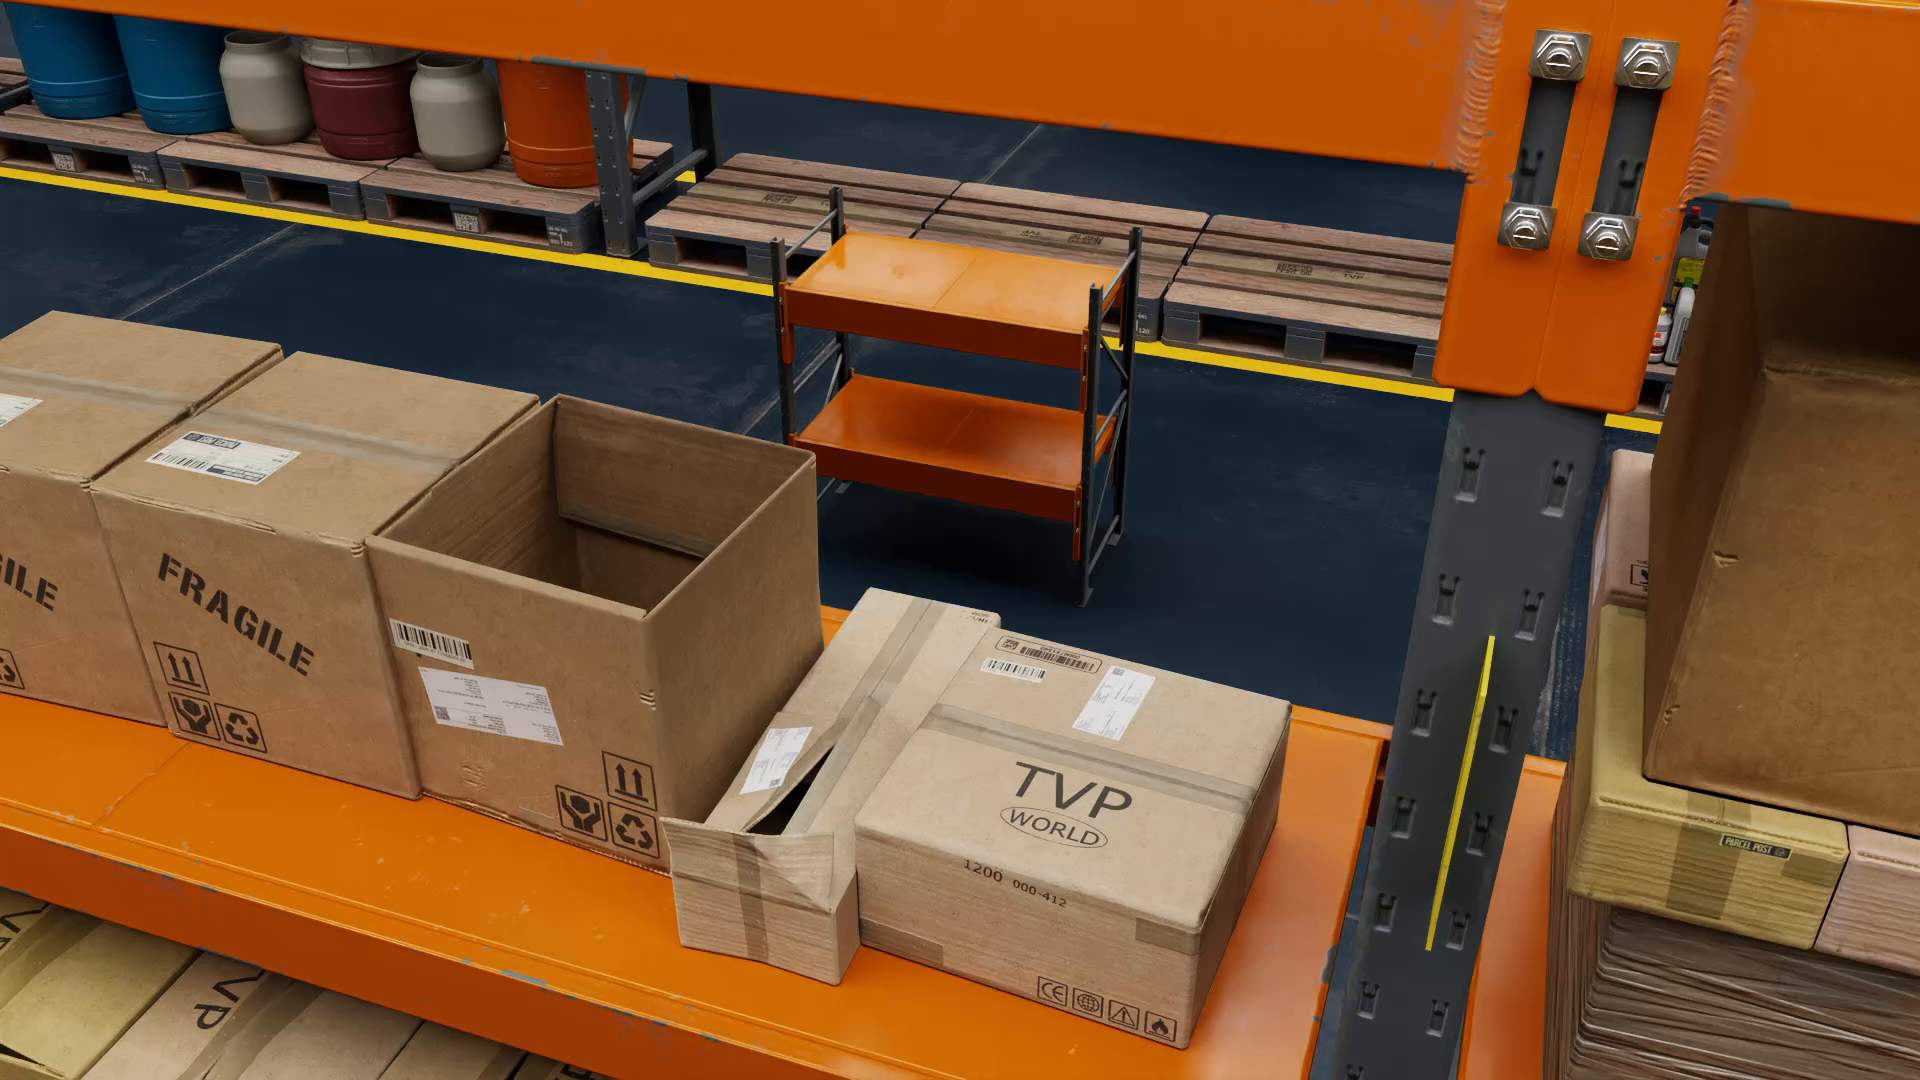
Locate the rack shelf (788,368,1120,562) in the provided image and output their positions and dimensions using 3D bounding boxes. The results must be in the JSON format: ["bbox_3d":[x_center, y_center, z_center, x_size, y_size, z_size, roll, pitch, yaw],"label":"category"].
[{"bbox_3d":[-0.006,-0.268,5.579,1.000,0.278,0.538,11,34,16],"label":"rack shelf"}]

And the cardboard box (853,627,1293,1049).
[{"bbox_3d":[0.178,0.418,2.476,0.500,0.250,0.500,13,35,19],"label":"cardboard box"}]

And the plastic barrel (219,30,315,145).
[{"bbox_3d":[-3.526,-2.314,8.476,0.421,0.512,0.421,0,33,0],"label":"plastic barrel"}]

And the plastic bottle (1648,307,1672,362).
[{"bbox_3d":[2.674,-0.796,6.392,0.097,0.201,0.097,0,33,0],"label":"plastic bottle"}]

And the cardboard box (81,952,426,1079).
[{"bbox_3d":[-1.255,0.960,3.129,0.500,0.311,0.500,11,34,16],"label":"cardboard box"}]

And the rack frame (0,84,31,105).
[{"bbox_3d":[-5.200,-3.570,8.514,0.127,3.000,1.000,11,34,16],"label":"rack frame"}]

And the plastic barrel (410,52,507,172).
[{"bbox_3d":[-2.463,-2.108,8.156,0.421,0.512,0.421,0,33,0],"label":"plastic barrel"}]

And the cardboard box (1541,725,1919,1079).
[{"bbox_3d":[1.076,0.459,2.182,0.500,0.500,0.700,10,34,15],"label":"cardboard box"}]

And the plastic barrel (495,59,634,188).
[{"bbox_3d":[-1.901,-2.184,7.980,0.708,0.830,0.600,11,34,16],"label":"plastic barrel"}]

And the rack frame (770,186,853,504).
[{"bbox_3d":[-0.485,-0.567,5.591,0.032,1.125,0.500,11,34,16],"label":"rack frame"}]

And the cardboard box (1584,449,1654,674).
[{"bbox_3d":[0.984,0.048,2.219,0.250,0.149,0.380,11,34,16],"label":"cardboard box"}]

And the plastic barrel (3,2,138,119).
[{"bbox_3d":[-4.694,-2.757,8.801,0.708,0.901,0.600,11,34,16],"label":"plastic barrel"}]

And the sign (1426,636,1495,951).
[{"bbox_3d":[0.482,0.248,1.606,0.005,0.325,0.100,11,34,16],"label":"sign"}]

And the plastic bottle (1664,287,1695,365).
[{"bbox_3d":[2.796,-0.819,6.359,0.135,0.276,0.152,12,35,18],"label":"plastic bottle"}]

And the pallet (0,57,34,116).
[{"bbox_3d":[-5.906,-2.513,9.448,1.213,0.211,1.003,11,34,16],"label":"pallet"}]

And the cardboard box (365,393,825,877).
[{"bbox_3d":[-0.557,0.135,2.683,0.500,0.500,0.500,14,35,20],"label":"cardboard box"}]

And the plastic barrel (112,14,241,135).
[{"bbox_3d":[-4.027,-2.627,8.601,0.708,0.901,0.600,11,34,16],"label":"plastic barrel"}]

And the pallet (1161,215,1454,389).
[{"bbox_3d":[1.578,-1.058,7.195,1.213,0.211,1.003,11,34,16],"label":"pallet"}]

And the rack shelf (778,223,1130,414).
[{"bbox_3d":[-0.006,-0.720,5.288,1.000,0.278,0.538,11,34,16],"label":"rack shelf"}]

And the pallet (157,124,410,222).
[{"bbox_3d":[-3.336,-2.014,8.674,1.213,0.211,1.003,11,34,16],"label":"pallet"}]

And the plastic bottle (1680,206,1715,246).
[{"bbox_3d":[3.034,-1.207,6.891,0.185,0.351,0.144,10,34,15],"label":"plastic bottle"}]

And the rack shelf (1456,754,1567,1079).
[{"bbox_3d":[2.539,1.091,1.958,4.000,0.370,1.077,11,34,16],"label":"rack shelf"}]

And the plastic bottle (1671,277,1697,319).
[{"bbox_3d":[2.832,-0.877,6.441,0.133,0.283,0.061,11,34,16],"label":"plastic bottle"}]

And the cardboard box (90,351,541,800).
[{"bbox_3d":[-1.029,0.044,2.825,0.500,0.500,0.500,11,34,17],"label":"cardboard box"}]

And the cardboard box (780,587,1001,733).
[{"bbox_3d":[-0.109,0.262,2.811,0.250,0.149,0.380,11,34,16],"label":"cardboard box"}]

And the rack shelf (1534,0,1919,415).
[{"bbox_3d":[2.539,-0.169,1.145,4.000,0.370,1.077,11,34,16],"label":"rack shelf"}]

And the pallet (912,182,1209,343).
[{"bbox_3d":[0.426,-1.281,7.539,1.213,0.211,1.003,11,34,16],"label":"pallet"}]

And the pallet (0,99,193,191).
[{"bbox_3d":[-4.488,-2.236,9.019,1.213,0.211,1.003,11,34,16],"label":"pallet"}]

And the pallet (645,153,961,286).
[{"bbox_3d":[-0.719,-1.505,7.886,1.213,0.211,1.003,11,34,16],"label":"pallet"}]

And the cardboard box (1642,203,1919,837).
[{"bbox_3d":[1.076,-0.087,1.830,0.500,0.500,0.700,11,34,17],"label":"cardboard box"}]

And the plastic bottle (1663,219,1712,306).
[{"bbox_3d":[2.985,-1.134,6.777,0.185,0.351,0.144,11,34,16],"label":"plastic bottle"}]

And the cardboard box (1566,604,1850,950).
[{"bbox_3d":[0.844,0.256,1.898,0.250,0.149,0.380,11,34,16],"label":"cardboard box"}]

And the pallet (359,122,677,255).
[{"bbox_3d":[-2.191,-1.790,8.327,1.213,0.211,1.003,11,34,16],"label":"pallet"}]

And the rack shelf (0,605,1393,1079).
[{"bbox_3d":[-1.227,0.359,3.092,4.000,0.370,1.077,11,34,16],"label":"rack shelf"}]

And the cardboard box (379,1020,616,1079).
[{"bbox_3d":[-0.783,1.053,2.984,0.500,0.311,0.500,11,34,16],"label":"cardboard box"}]

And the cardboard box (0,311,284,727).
[{"bbox_3d":[-1.524,-0.053,2.974,0.500,0.500,0.500,9,34,14],"label":"cardboard box"}]

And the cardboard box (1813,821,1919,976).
[{"bbox_3d":[1.080,0.302,1.827,0.250,0.149,0.380,12,35,17],"label":"cardboard box"}]

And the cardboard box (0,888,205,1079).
[{"bbox_3d":[-1.739,0.866,3.274,0.500,0.311,0.500,10,34,15],"label":"cardboard box"}]

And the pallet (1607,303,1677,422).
[{"bbox_3d":[2.949,-0.790,6.780,1.213,0.211,1.003,11,34,16],"label":"pallet"}]

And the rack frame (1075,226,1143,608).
[{"bbox_3d":[0.472,-0.381,5.303,0.032,1.125,0.500,11,34,16],"label":"rack frame"}]

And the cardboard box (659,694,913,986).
[{"bbox_3d":[-0.234,0.412,2.471,0.258,0.266,0.396,10,34,15],"label":"cardboard box"}]

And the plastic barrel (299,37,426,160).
[{"bbox_3d":[-2.964,-2.289,8.366,0.708,0.588,0.600,11,34,16],"label":"plastic barrel"}]

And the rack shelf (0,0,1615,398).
[{"bbox_3d":[-1.227,-0.901,2.279,4.000,0.370,1.077,11,34,16],"label":"rack shelf"}]

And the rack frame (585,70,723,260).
[{"bbox_3d":[-1.435,-2.838,7.380,0.127,3.000,1.000,11,34,16],"label":"rack frame"}]

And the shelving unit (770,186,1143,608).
[{"bbox_3d":[-0.006,-0.474,5.447,1.048,1.125,0.538,11,34,16],"label":"shelving unit"}]
